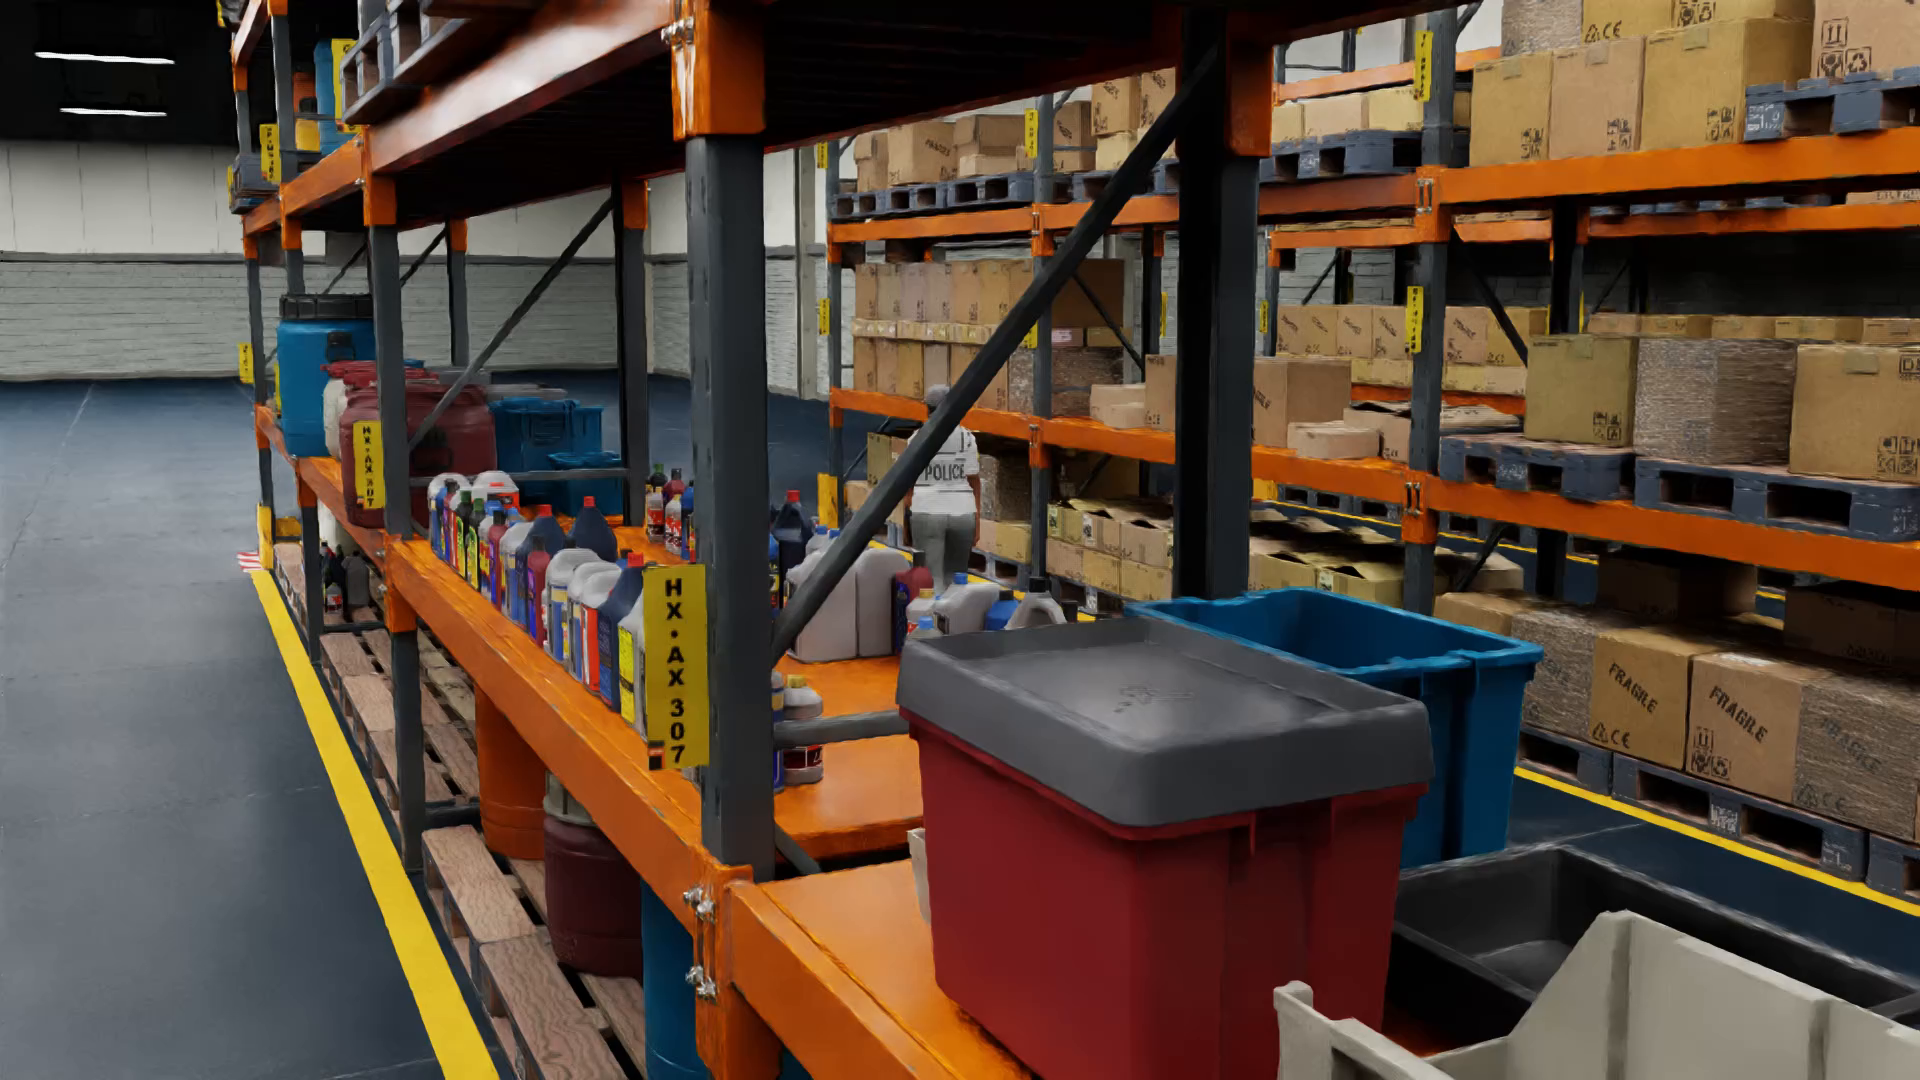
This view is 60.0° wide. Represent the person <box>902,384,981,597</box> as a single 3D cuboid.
[{"bbox_3d":[-0.152,-0.135,10.208,0.484,1.651,0.749,-3,9,-21],"label":"person"}]
